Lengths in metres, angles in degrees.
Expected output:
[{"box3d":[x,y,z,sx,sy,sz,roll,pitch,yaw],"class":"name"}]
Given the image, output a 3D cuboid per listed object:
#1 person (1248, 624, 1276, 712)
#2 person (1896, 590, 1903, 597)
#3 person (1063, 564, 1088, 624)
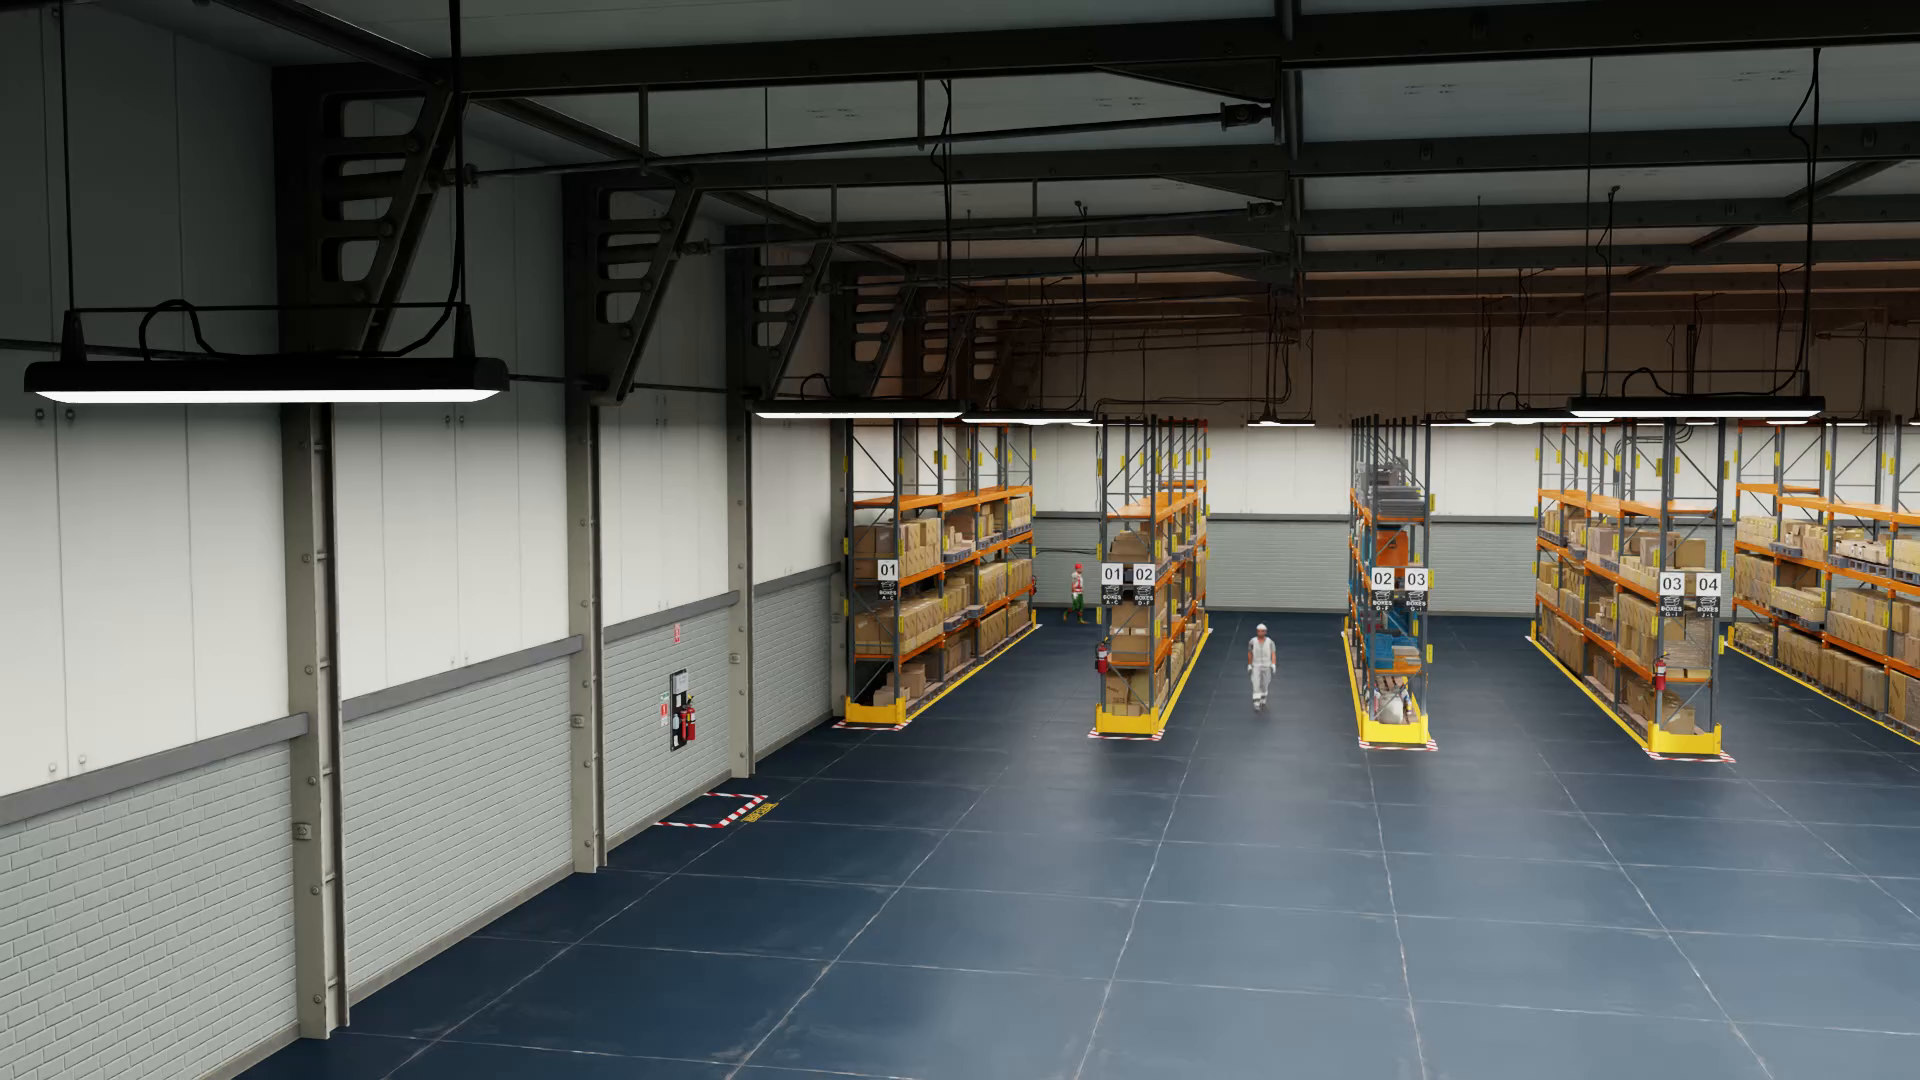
[{"box3d":[6.127,2.581,33.725,0.552,1.739,1.010,0,4,7],"class":"person"},{"box3d":[25.811,1.882,45.817,0.488,1.636,0.437,-1,4,-11],"class":"person"},{"box3d":[3.386,1.578,48.814,0.703,1.782,0.612,2,4,27],"class":"person"}]
